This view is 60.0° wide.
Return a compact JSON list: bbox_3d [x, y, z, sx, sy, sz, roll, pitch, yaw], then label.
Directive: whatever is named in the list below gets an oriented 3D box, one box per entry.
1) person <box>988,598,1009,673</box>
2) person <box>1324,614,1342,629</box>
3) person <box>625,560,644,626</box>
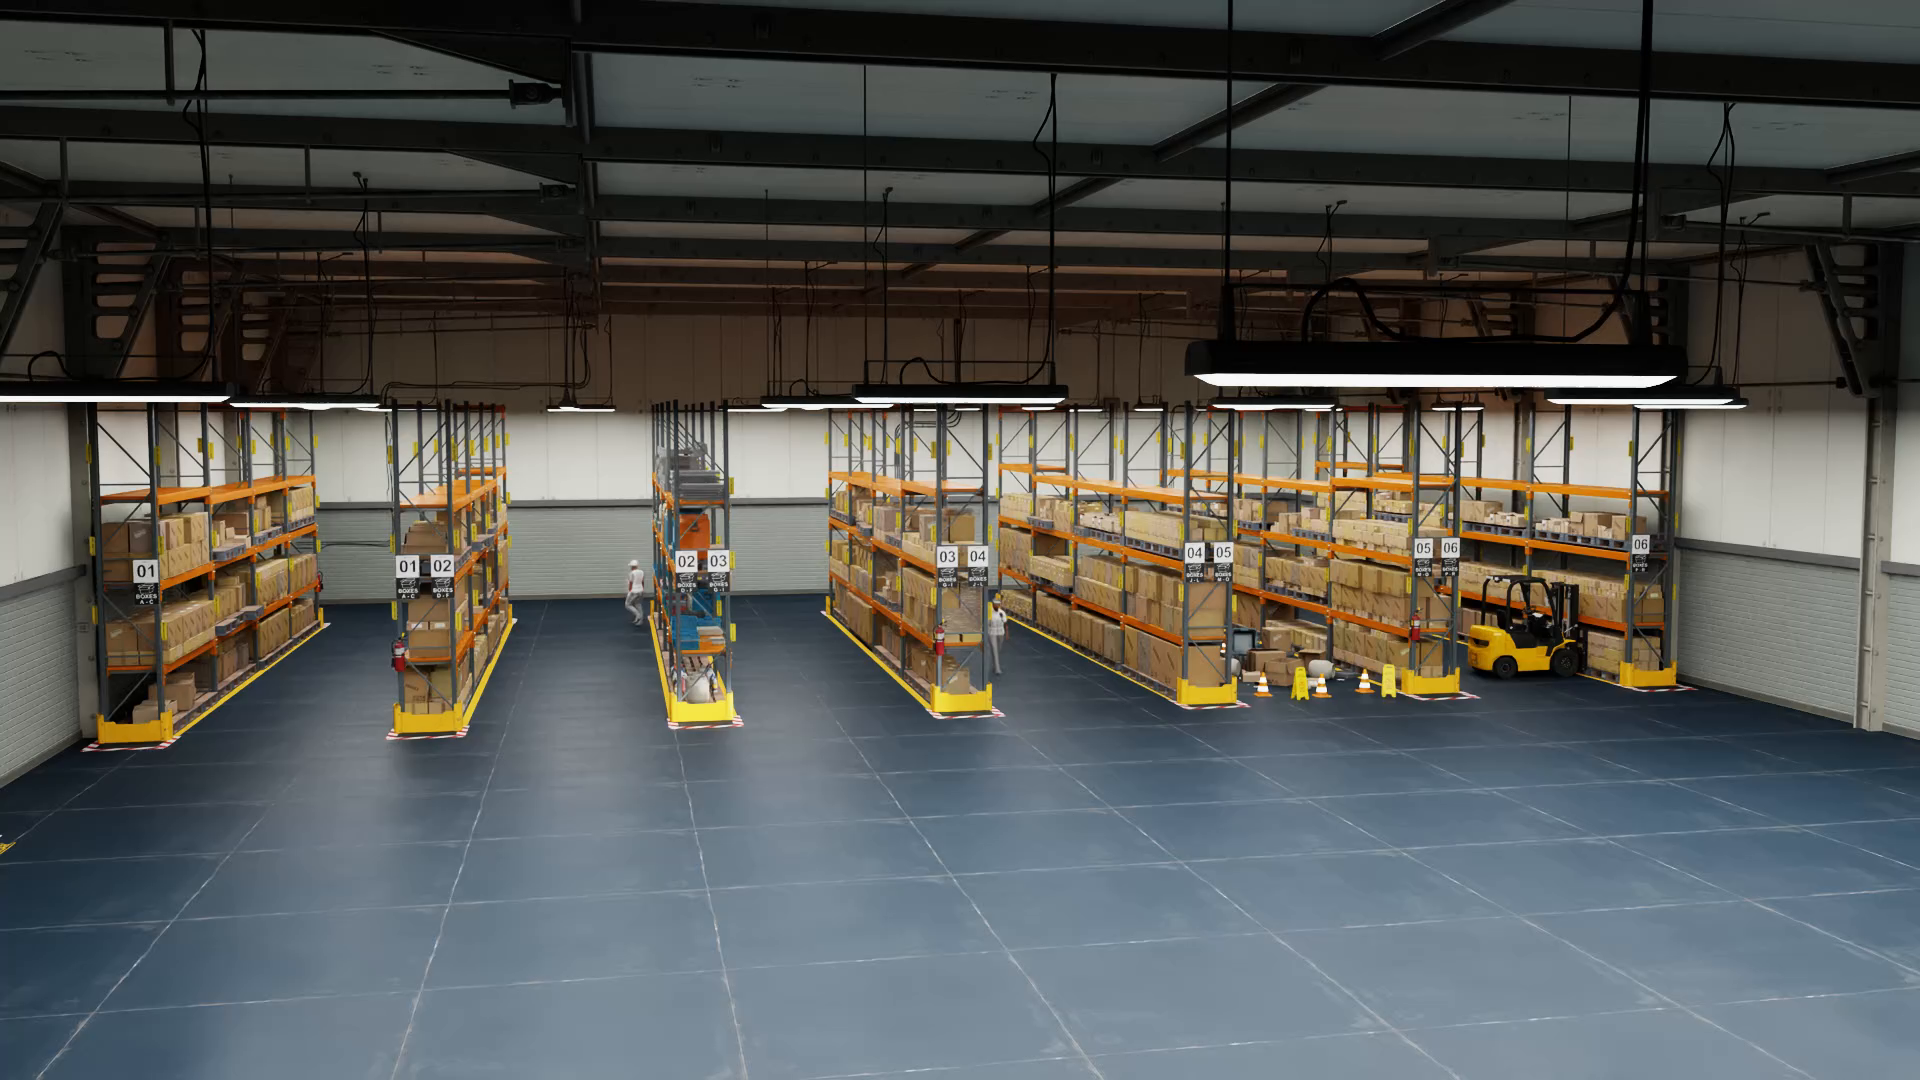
[{"bbox_3d":[0.826,2.097,37.010,0.471,1.629,1.035,-1,4,-14],"label":"person"},{"bbox_3d":[9.746,1.595,43.144,0.632,1.808,0.468,-3,5,-37],"label":"person"},{"bbox_3d":[-8.758,1.433,45.019,0.525,1.780,0.620,2,5,29],"label":"person"}]
